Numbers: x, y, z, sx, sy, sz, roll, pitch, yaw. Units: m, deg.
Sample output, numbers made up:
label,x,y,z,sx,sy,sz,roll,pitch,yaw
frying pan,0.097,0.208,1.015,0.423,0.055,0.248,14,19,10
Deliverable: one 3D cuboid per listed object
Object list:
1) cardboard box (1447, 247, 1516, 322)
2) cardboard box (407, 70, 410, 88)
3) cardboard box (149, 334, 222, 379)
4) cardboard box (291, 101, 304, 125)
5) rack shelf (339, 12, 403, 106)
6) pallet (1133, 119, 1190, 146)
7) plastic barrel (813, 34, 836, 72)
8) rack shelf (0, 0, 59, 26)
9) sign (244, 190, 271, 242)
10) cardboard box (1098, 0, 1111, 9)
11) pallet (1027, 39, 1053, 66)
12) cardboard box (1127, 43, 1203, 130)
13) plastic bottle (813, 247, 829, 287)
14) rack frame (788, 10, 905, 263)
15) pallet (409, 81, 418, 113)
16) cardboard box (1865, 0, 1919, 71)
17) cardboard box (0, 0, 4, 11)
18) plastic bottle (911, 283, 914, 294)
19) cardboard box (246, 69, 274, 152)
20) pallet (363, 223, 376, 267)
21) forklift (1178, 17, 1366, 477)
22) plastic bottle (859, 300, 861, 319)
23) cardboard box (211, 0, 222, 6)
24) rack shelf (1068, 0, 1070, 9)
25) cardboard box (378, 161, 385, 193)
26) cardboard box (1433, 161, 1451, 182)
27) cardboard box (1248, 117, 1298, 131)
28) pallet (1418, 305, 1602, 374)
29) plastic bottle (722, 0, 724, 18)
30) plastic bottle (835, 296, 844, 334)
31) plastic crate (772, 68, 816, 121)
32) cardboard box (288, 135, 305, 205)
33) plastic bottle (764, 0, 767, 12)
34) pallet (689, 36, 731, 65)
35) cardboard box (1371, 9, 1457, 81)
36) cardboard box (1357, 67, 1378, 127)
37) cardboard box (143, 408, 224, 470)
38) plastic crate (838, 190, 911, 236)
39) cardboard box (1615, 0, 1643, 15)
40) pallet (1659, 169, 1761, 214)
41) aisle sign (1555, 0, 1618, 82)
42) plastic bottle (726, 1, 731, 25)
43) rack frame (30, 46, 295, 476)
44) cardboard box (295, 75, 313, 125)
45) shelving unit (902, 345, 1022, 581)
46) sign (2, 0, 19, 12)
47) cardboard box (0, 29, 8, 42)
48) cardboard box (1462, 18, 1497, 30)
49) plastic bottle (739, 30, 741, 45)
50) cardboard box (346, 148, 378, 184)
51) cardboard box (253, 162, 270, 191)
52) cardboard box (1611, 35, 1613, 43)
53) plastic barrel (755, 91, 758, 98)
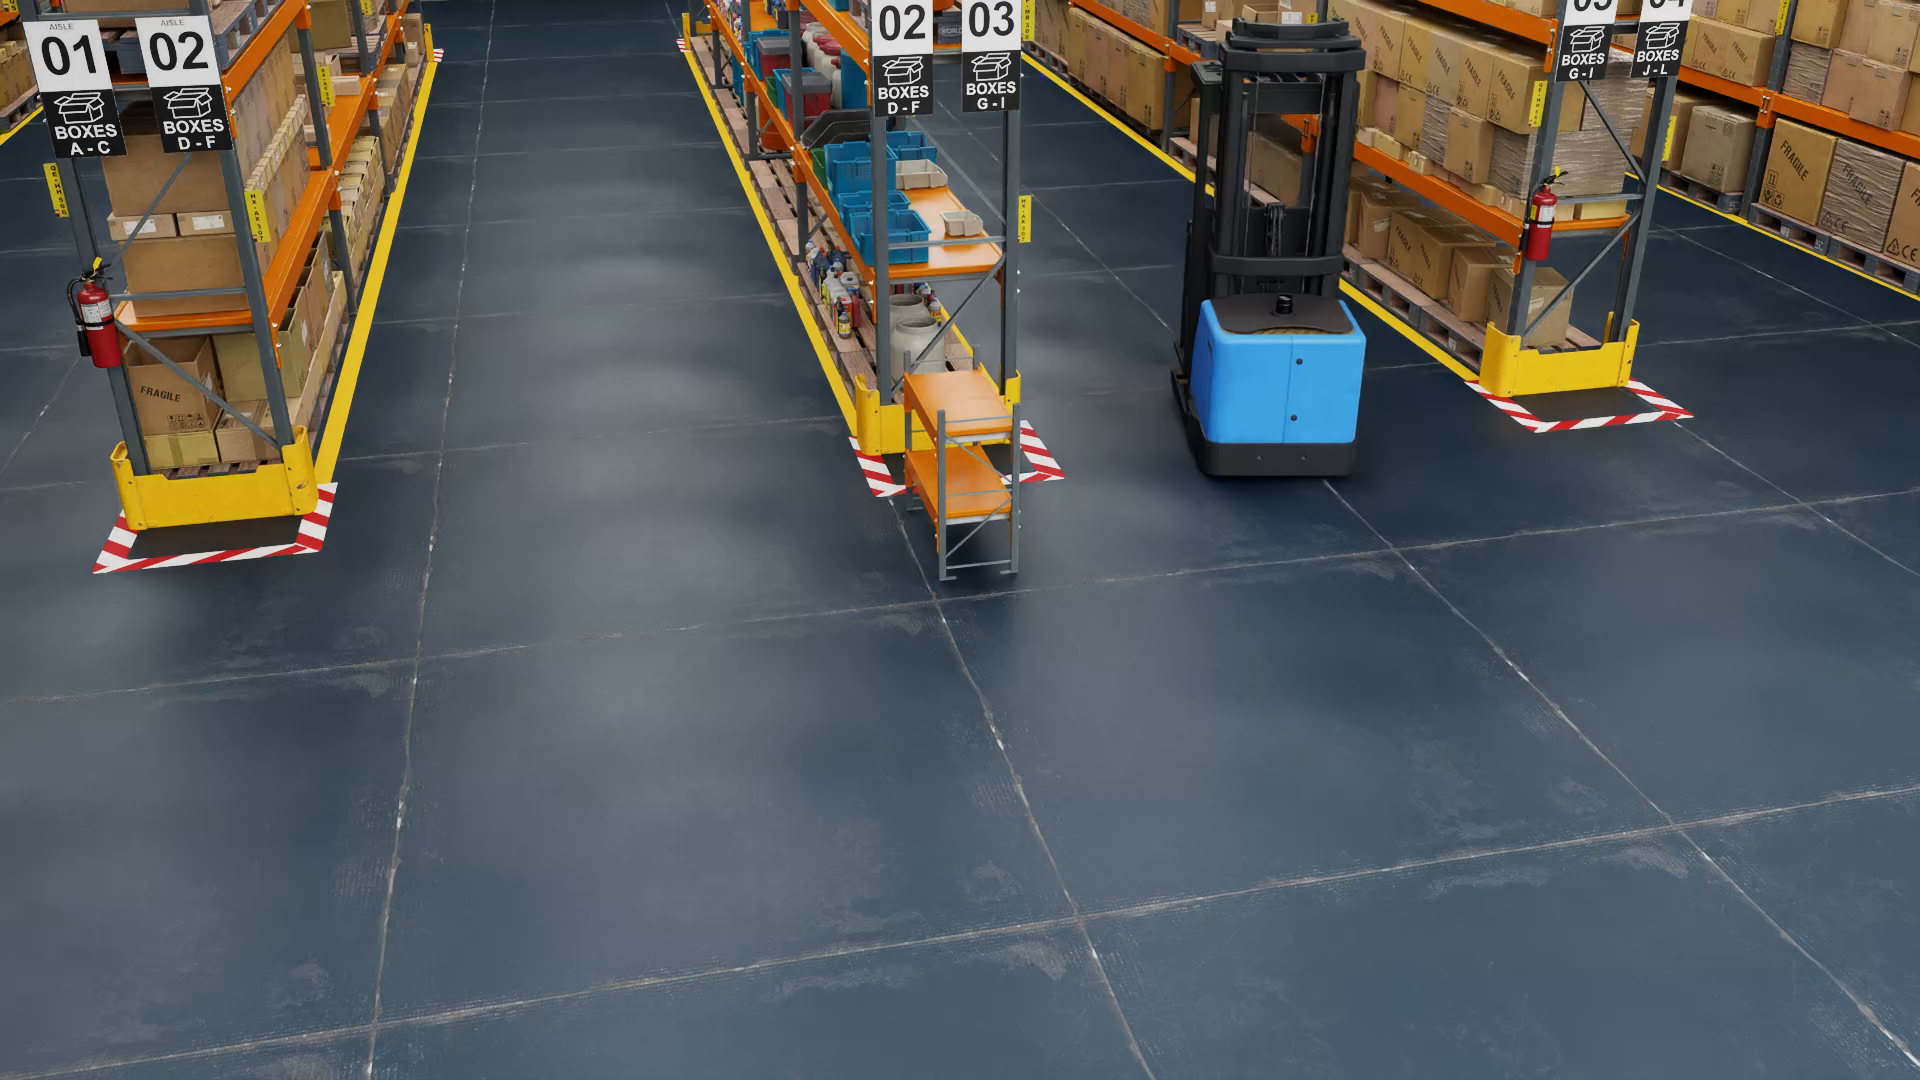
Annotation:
label,x,y,z,sx,sy,sz,roll,pitch,yaw
cardboard box,4.436,-2.153,13.994,0.500,0.500,0.500,1,27,2
cardboard box,-7.512,-6.013,21.829,0.500,0.311,0.500,-6,27,-12
cardboard box,-5.574,-1.480,12.106,0.500,0.500,0.500,-6,27,-12
cardboard box,-5.501,-3.426,13.378,0.380,0.149,0.250,-7,28,-13
rack shelf,-7.177,-5.611,19.336,1.077,0.370,4.000,-6,27,-12
pallet,2.822,-5.167,20.754,1.003,0.211,1.213,-6,27,-12
plastic barrel,-1.263,-4.815,16.809,0.433,0.535,0.433,0,27,0
rack shelf,-12.904,-6.862,21.815,1.077,0.370,4.000,-6,27,-12
sign,-4.381,-2.018,10.370,0.100,0.325,0.005,-6,27,-12
cardboard box,2.111,-7.191,21.558,0.500,0.500,0.500,-7,28,-13
pallet,1.651,-7.448,25.272,1.003,0.211,1.213,-6,27,-12
cardboard box,2.791,-5.603,20.413,1.225,0.875,0.875,-7,28,-14
plastic bottle,-1.220,-2.417,14.661,0.144,0.351,0.185,-5,27,-10
rack frame,-0.998,-3.800,14.949,1.000,3.000,0.127,-6,27,-12
pallet,-7.782,-5.867,22.140,1.003,0.211,1.213,-6,27,-12
cardboard box,8.957,-4.665,15.298,0.875,0.550,0.550,-6,27,-12
cardboard box,-12.719,-7.000,20.957,0.980,0.700,0.700,-7,28,-13
plastic bottle,-0.370,-2.146,14.291,0.097,0.201,0.097,0,27,0
cardboard box,-5.379,-3.067,11.947,0.700,0.500,0.500,-6,27,-12
pallet,-6.307,-2.909,16.280,1.003,0.211,1.213,-6,27,-12
forklift,2.261,-2.369,12.191,1.130,2.935,3.031,2,27,4
plastic bottle,-0.882,-1.948,13.897,0.097,0.201,0.097,0,27,0
cardboard box,-5.017,-3.554,10.790,0.380,0.149,0.250,-6,27,-12
rack shelf,1.574,-8.371,24.805,1.077,0.370,4.000,-6,27,-12
cardboard box,-6.370,-3.808,17.551,0.500,0.250,0.500,-5,27,-10
cardboard box,4.166,-3.086,13.813,0.380,0.149,0.250,-6,27,-12
cardboard box,3.368,-4.357,18.338,0.700,0.500,0.500,-4,27,-7
pallet,4.563,-1.695,13.874,1.003,0.211,1.213,-6,27,-12
plastic bottle,-2.934,-6.665,20.756,0.061,0.283,0.133,-6,27,-12
plastic bottle,-0.982,-1.839,13.590,0.061,0.283,0.133,-5,27,-10
plastic crate,-1.550,-4.245,15.849,0.392,0.384,0.575,-6,27,-12
cardboard box,-5.594,-2.918,13.091,0.700,0.500,0.500,-6,27,-12
plastic bottle,-2.415,-6.905,21.155,0.144,0.351,0.185,-6,27,-12
pallet,-3.554,-7.457,25.289,1.003,0.211,1.213,-6,27,-12
cardboard box,3.907,-4.264,14.318,0.500,0.500,0.500,-6,27,-12
cardboard box,3.947,-4.053,15.010,0.875,0.500,0.500,-6,27,-12
cardboard box,-5.332,-0.708,11.408,0.500,0.250,0.500,-6,27,-12
plastic crate,-0.642,-2.452,12.444,0.499,0.251,0.408,-6,27,-12
cardboard box,4.872,-4.056,12.295,0.500,0.250,0.500,-5,27,-10
pallet,8.435,-3.848,18.140,1.003,0.211,1.213,-6,27,-12
aisle sign,4.451,-3.649,11.766,0.394,0.787,0.004,-6,27,-12
plastic bottle,-2.807,-6.450,20.343,0.097,0.271,0.097,0,27,0
rack frame,-4.923,-1.542,10.477,1.000,3.000,0.127,-6,27,-12
cardboard box,-6.101,-3.913,15.063,0.500,0.500,0.500,-4,27,-8
shelving unit,-0.002,-0.505,10.502,0.538,1.125,1.048,-6,27,-12
sign,-5.455,-3.192,9.522,0.100,0.325,0.005,-6,27,-12
cardboard box,-13.152,-6.828,22.537,0.380,0.149,0.250,-6,27,-11
cardboard box,4.532,-4.098,13.989,0.500,0.500,0.500,-6,27,-12
plastic bottle,-2.489,-5.798,19.128,0.097,0.201,0.097,0,27,0
cardboard box,-6.245,-3.832,16.976,0.500,0.311,0.500,-6,27,-12
cardboard box,-5.036,-2.524,11.590,0.380,0.149,0.250,-7,28,-13
cardboard box,7.737,-6.115,19.425,0.500,0.500,0.500,-6,27,-12
plastic barrel,-2.281,-5.375,20.281,0.600,0.588,0.708,-6,27,-12
